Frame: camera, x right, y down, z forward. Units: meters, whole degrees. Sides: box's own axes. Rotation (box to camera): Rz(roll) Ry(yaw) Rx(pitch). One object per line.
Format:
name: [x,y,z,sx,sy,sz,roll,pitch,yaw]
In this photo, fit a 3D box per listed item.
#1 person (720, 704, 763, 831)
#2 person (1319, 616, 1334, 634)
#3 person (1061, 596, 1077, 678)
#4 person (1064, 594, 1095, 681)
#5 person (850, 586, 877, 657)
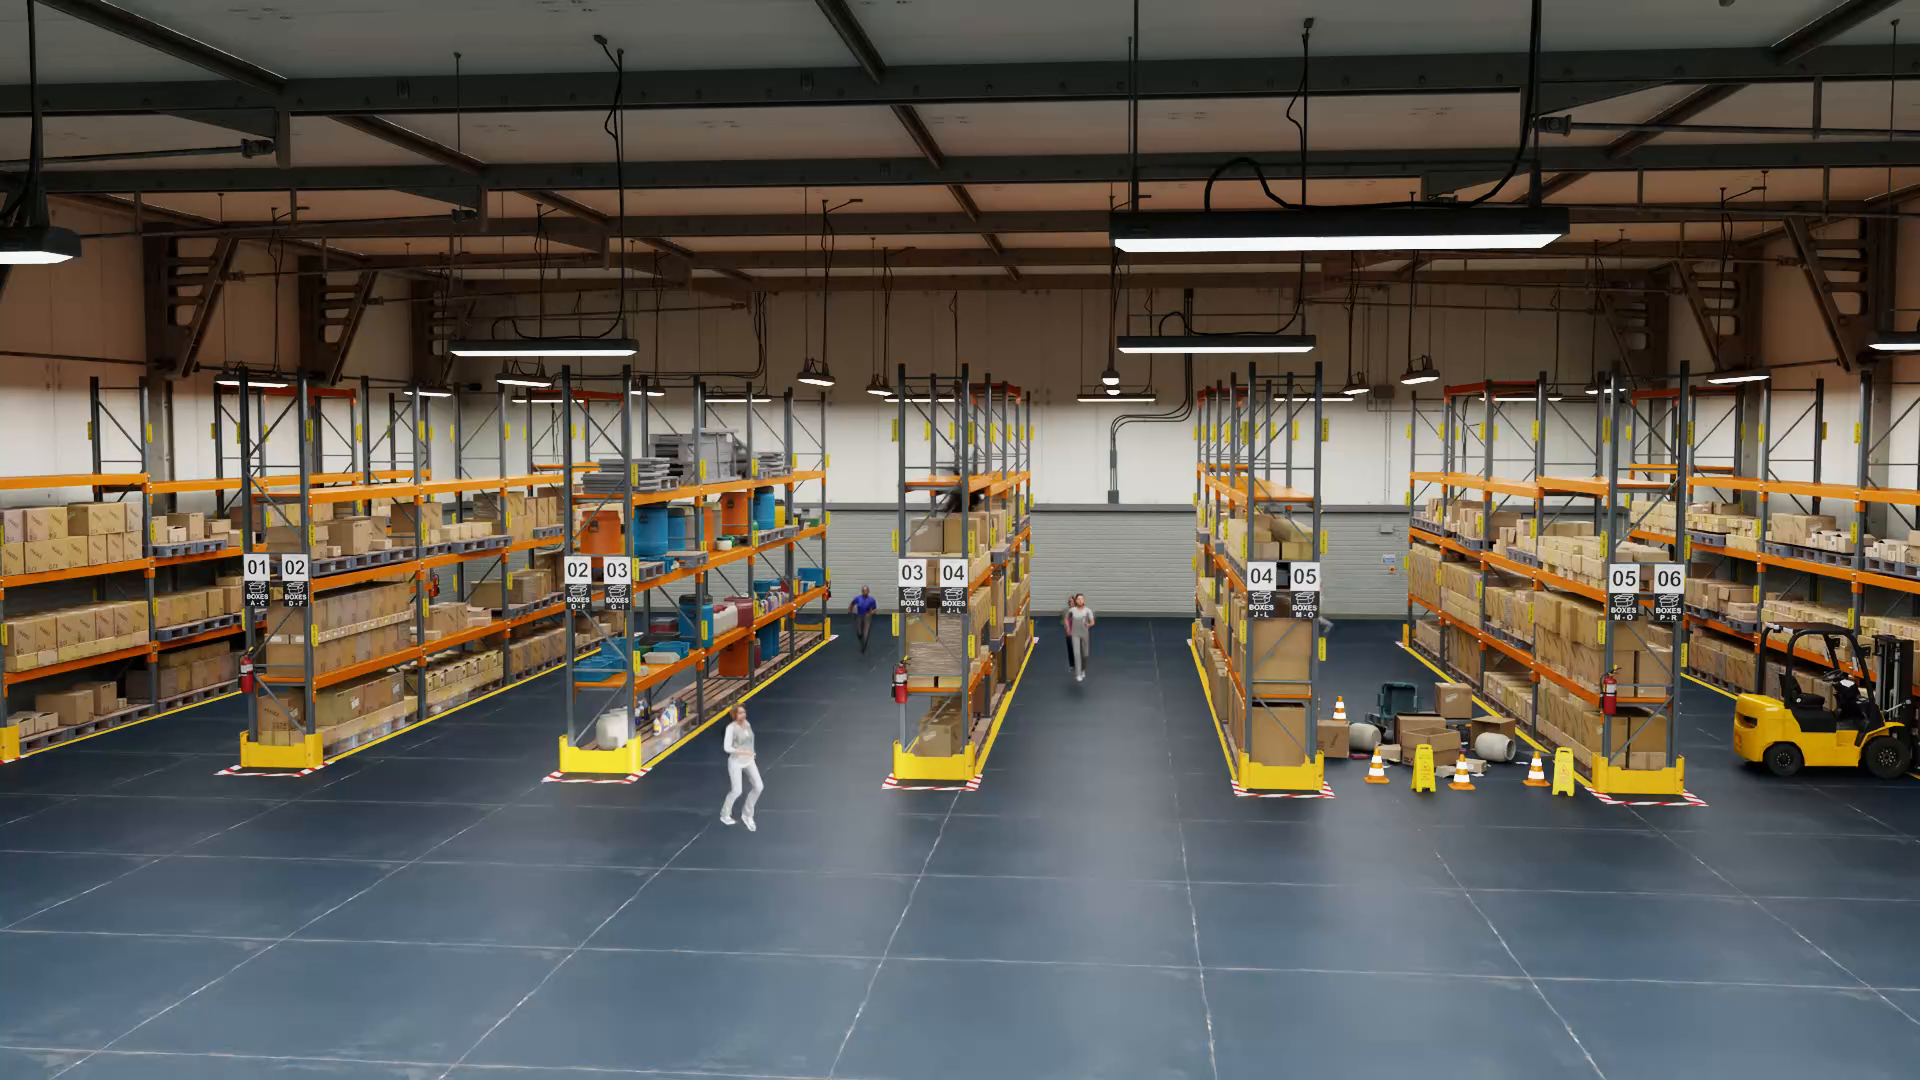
person: [-2.772,2.866,21.020,0.665,1.609,0.543,3,5,43]
person: [8.531,1.552,40.456,1.105,1.777,0.664,0,4,3]
person: [2.262,1.890,32.904,0.541,1.584,0.733,1,4,9]
person: [2.289,1.851,31.837,0.577,1.649,0.795,0,4,1]
person: [-2.171,1.832,37.250,0.616,1.593,0.633,0,4,3]
